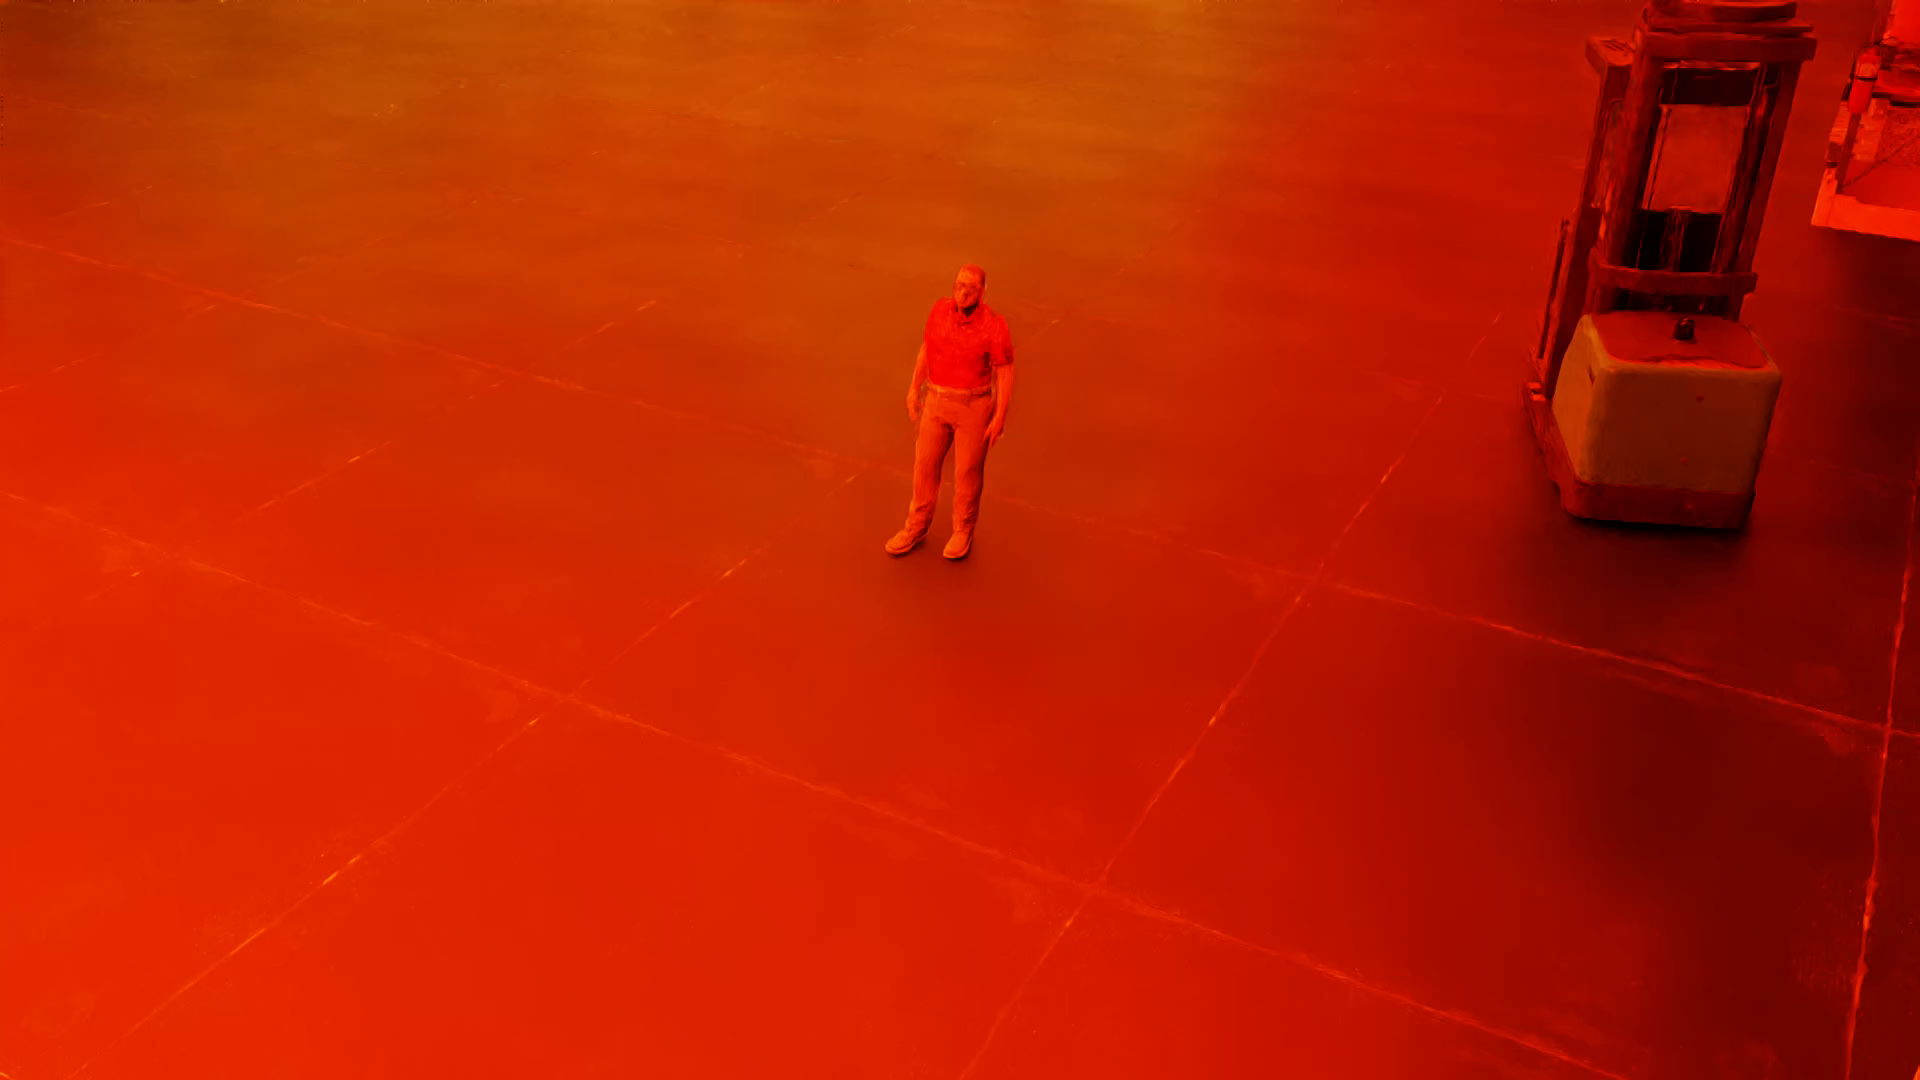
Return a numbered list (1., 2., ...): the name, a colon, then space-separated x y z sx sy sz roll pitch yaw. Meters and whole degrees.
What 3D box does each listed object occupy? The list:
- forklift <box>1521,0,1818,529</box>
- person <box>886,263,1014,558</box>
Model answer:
1. forklift: 4.450 -2.051 10.625 1.130 2.935 3.031 4 30 8
2. person: -0.054 -0.718 9.504 0.640 1.726 0.550 15 33 25
